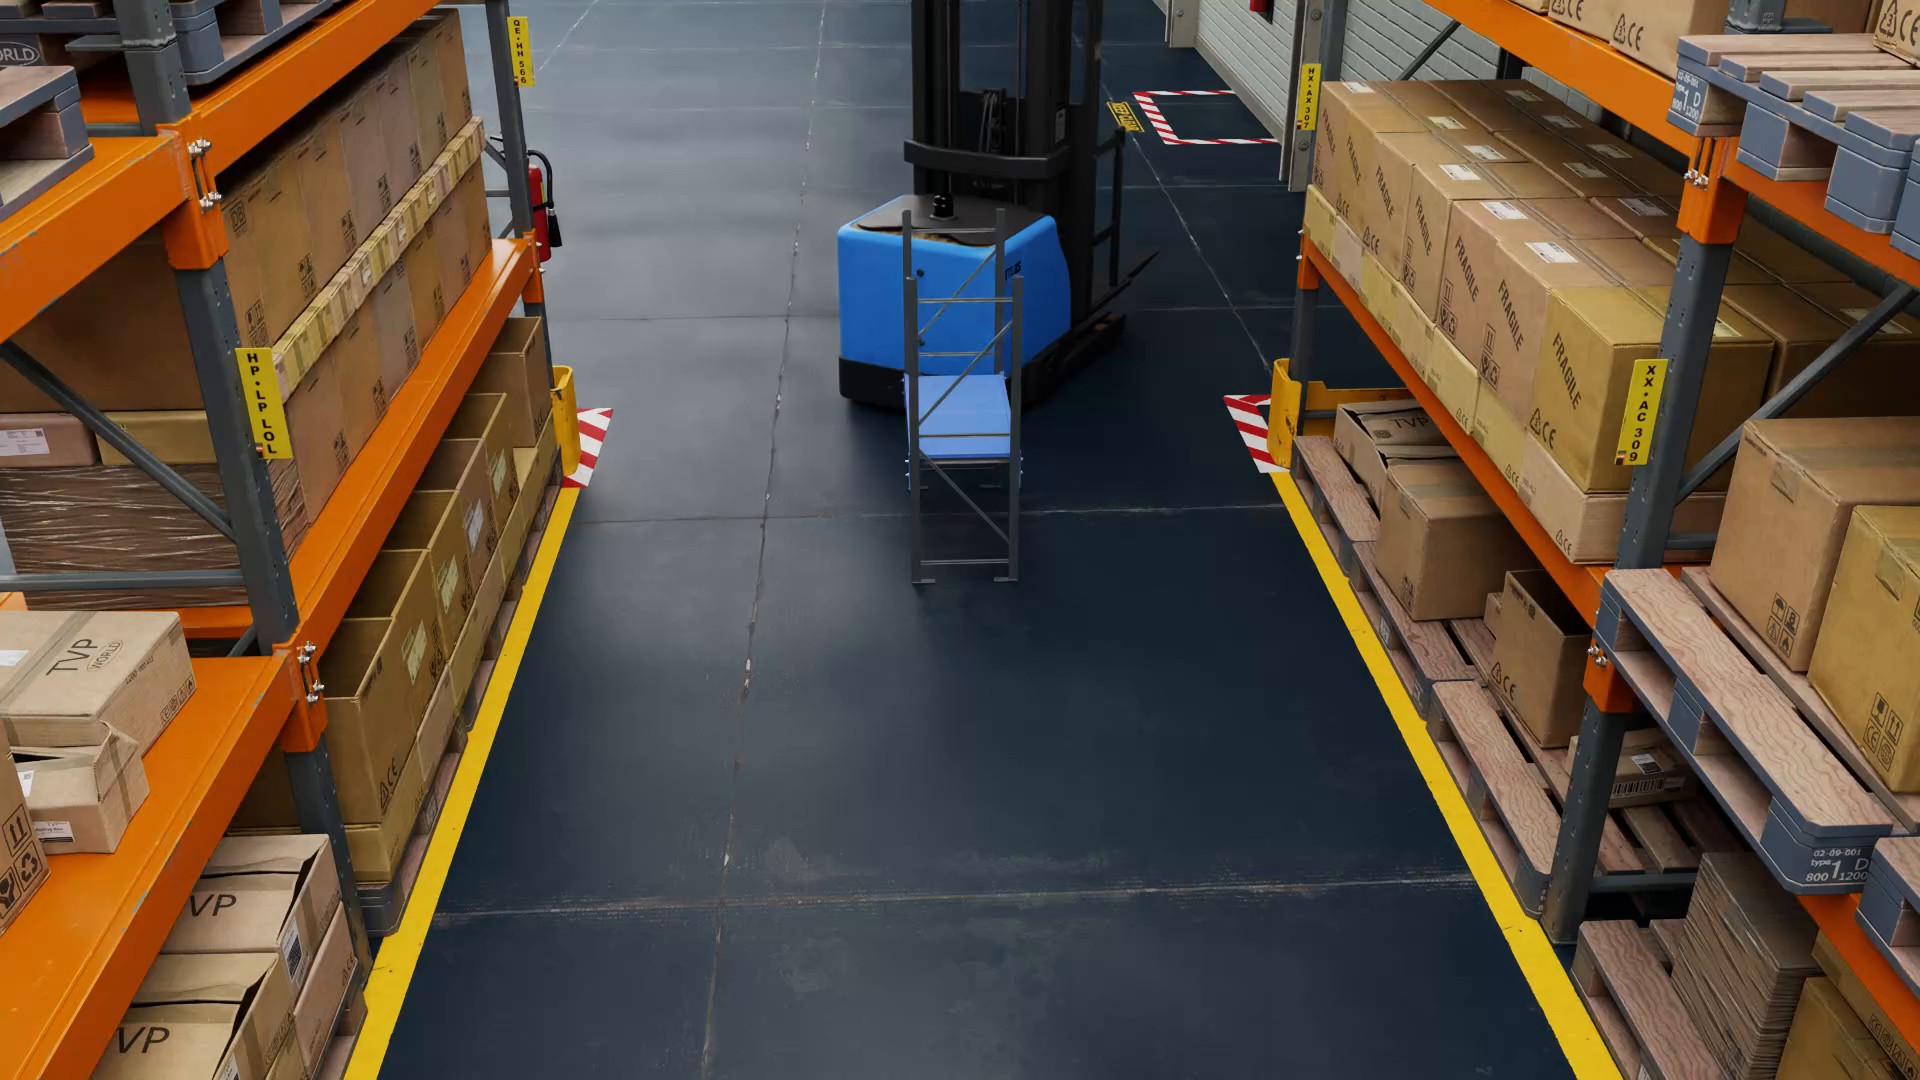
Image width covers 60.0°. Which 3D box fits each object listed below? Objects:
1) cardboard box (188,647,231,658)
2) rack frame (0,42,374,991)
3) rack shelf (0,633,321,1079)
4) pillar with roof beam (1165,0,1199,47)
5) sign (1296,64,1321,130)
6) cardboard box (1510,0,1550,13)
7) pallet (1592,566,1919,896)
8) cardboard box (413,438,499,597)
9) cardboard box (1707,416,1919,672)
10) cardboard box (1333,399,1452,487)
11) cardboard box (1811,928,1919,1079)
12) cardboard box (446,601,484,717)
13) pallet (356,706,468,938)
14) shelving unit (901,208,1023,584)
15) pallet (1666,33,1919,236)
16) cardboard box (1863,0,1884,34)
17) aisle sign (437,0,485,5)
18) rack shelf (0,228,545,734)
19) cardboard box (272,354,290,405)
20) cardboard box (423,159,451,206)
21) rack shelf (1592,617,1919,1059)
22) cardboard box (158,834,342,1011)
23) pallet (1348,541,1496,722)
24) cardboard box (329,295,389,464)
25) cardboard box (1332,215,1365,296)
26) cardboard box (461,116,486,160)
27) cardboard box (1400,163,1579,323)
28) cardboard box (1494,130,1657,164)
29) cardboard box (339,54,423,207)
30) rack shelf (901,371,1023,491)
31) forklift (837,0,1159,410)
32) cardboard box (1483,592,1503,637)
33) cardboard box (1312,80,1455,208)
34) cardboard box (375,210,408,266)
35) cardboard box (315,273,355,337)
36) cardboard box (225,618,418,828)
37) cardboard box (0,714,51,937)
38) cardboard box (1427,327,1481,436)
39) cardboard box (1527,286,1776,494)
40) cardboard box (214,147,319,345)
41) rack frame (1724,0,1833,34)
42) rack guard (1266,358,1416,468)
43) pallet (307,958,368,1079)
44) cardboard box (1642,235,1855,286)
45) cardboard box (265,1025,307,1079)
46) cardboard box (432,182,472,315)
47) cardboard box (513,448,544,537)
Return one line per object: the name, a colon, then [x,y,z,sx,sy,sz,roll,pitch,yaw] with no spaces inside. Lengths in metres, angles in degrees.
cardboard box: [-2.706,0.385,5.977,0.500,0.500,0.500,-1,28,-3]
rack frame: [-2.449,0.124,4.768,1.000,3.000,0.127,-1,28,-3]
rack shelf: [-2.345,1.367,3.164,1.077,0.370,4.000,-1,28,-3]
pillar with roof beam: [-1.736,-9.640,17.002,9.100,9.000,0.400,-1,28,-3]
sign: [1.747,-2.215,8.317,0.100,0.325,0.005,-1,28,-3]
cardboard box: [2.144,-2.096,5.652,0.500,0.500,0.500,-2,28,-5]
pallet: [2.392,0.444,4.362,1.003,0.211,1.213,-1,28,-3]
cardboard box: [-2.241,-0.090,6.887,0.500,0.500,0.500,-1,28,-3]
cardboard box: [2.490,-0.001,4.424,0.700,0.500,0.500,-1,28,-2]
cardboard box: [2.235,-0.526,8.446,0.500,0.311,0.500,-4,28,-8]
cardboard box: [2.579,1.126,4.263,0.500,0.250,0.500,-2,28,-4]
cardboard box: [-2.212,0.474,6.618,0.500,0.250,0.500,-1,28,-3]
pallet: [-2.449,0.992,6.119,1.003,0.211,1.213,-1,28,-3]
shelving unit: [-0.004,-0.704,7.979,0.538,1.500,1.048,-1,28,-3]
pallet: [2.424,-0.956,3.799,1.213,0.211,1.003,-1,28,-3]
cardboard box: [2.724,-1.613,4.725,0.500,0.500,0.500,0,28,-1]
aisle sign: [-2.368,-2.913,7.781,0.394,0.787,0.004,-1,28,-3]
rack shelf: [-2.553,-0.480,6.705,1.077,0.370,4.000,-1,28,-3]
cardboard box: [-2.283,-0.452,5.064,0.380,0.149,0.250,-1,28,-2]
cardboard box: [-2.408,-1.528,7.126,0.380,0.149,0.250,-1,28,-2]
rack shelf: [2.602,1.245,3.396,1.077,0.370,4.000,-1,28,-3]
cardboard box: [-2.142,1.089,4.832,0.500,0.311,0.500,-1,28,-3]
pallet: [2.361,0.365,7.322,1.003,0.211,1.213,-1,28,-3]
cardboard box: [-2.535,-0.600,6.049,0.700,0.500,0.500,-1,28,-2]
cardboard box: [2.039,-1.314,7.667,0.500,0.250,0.500,-2,28,-4]
cardboard box: [-2.448,-1.883,7.807,0.380,0.149,0.250,-2,28,-4]
cardboard box: [2.089,-1.186,6.610,0.500,0.500,0.500,-1,28,-1]
cardboard box: [2.574,-1.435,7.088,0.500,0.500,0.500,-2,28,-4]
cardboard box: [-2.583,-1.627,6.614,0.700,0.500,0.500,-1,28,-2]
rack shelf: [-0.004,-0.545,8.062,0.538,0.185,1.000,-1,28,-3]
forklift: [0.414,-2.592,10.050,1.130,2.935,3.031,13,30,24]
cardboard box: [2.434,0.333,6.976,0.380,0.149,0.250,-4,28,-7]
cardboard box: [2.014,-1.892,7.963,0.500,0.500,0.500,-1,28,-3]
cardboard box: [-2.364,-1.167,6.434,0.380,0.149,0.250,-2,28,-3]
cardboard box: [-2.324,-0.808,5.746,0.380,0.149,0.250,-2,28,-4]
cardboard box: [-2.161,0.603,5.559,0.500,0.500,0.500,-1,28,-3]
cardboard box: [-2.398,0.678,3.598,0.500,0.500,0.500,1,28,1]
cardboard box: [2.111,-0.613,6.322,0.500,0.250,0.500,-2,28,-3]
cardboard box: [2.164,-0.483,5.262,0.500,0.500,0.500,-1,28,-3]
cardboard box: [-2.506,-0.933,5.285,0.700,0.500,0.500,-1,28,-3]
rack frame: [2.498,-2.657,3.614,1.000,3.000,0.127,-1,28,-3]
rack guard: [2.293,-0.701,9.053,1.175,0.500,0.348,-1,28,-3]
pallet: [-2.372,1.700,4.762,1.003,0.211,1.213,-1,28,-3]
cardboard box: [2.659,-0.733,5.742,0.500,0.500,0.500,-2,28,-3]
cardboard box: [-2.113,1.575,4.505,0.500,0.250,0.500,-2,28,-3]
cardboard box: [-2.614,-1.309,7.408,0.700,0.500,0.500,-1,28,-1]
cardboard box: [-2.297,-0.219,7.945,0.500,0.250,0.500,-1,28,-3]
